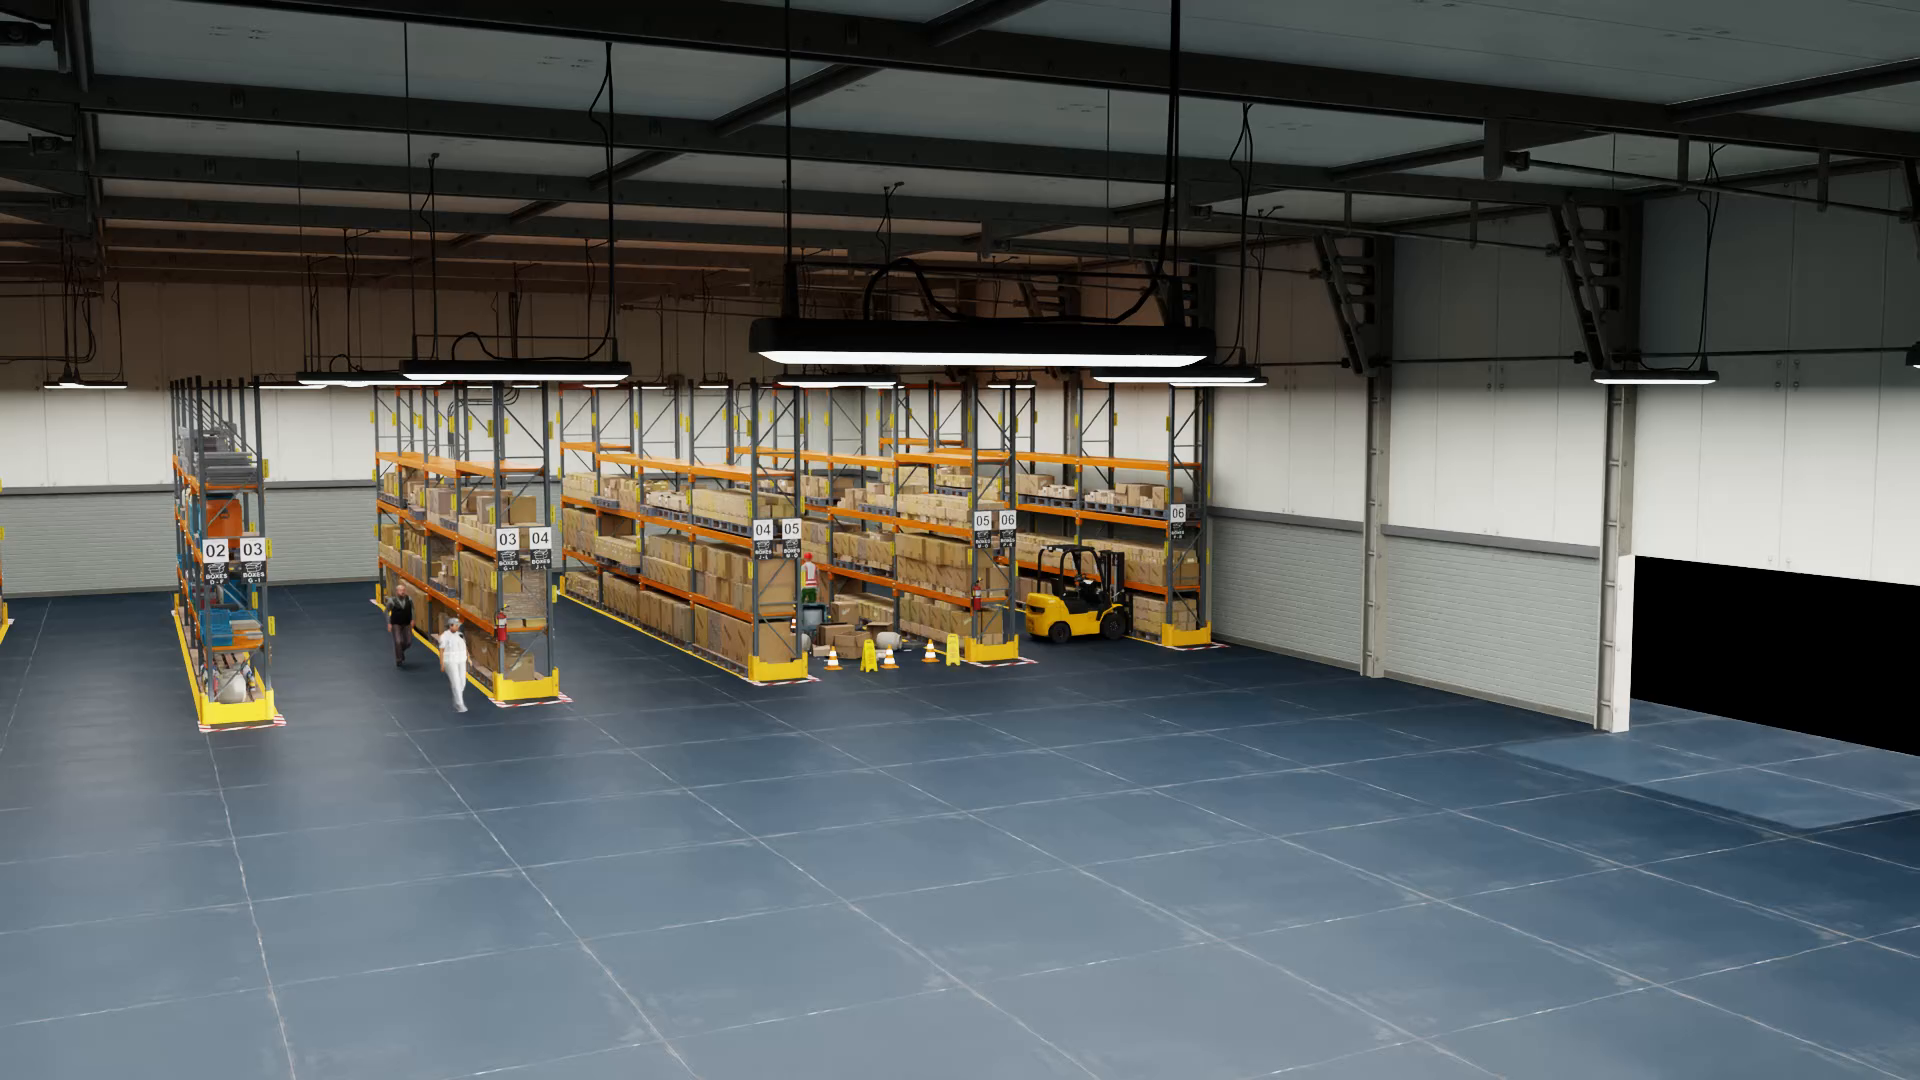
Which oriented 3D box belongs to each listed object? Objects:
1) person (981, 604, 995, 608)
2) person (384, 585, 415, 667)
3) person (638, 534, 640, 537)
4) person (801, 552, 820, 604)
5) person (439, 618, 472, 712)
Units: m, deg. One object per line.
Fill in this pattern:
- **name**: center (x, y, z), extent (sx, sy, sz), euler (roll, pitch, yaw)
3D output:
- **person**: center (0.666, 1.388, 40.022), extent (0.607, 1.573, 0.713), euler (-2, 6, -25)
- **person**: center (-11.780, 1.870, 34.945), extent (0.624, 1.519, 0.638), euler (-4, 6, -37)
- **person**: center (-9.832, 0.399, 50.018), extent (0.635, 1.760, 0.880), euler (3, 6, 32)
- **person**: center (-3.726, 1.186, 40.888), extent (0.594, 1.769, 0.502), euler (-4, 6, -36)
- **person**: center (-9.017, 2.252, 30.026), extent (0.747, 1.662, 0.508), euler (4, 6, 37)
